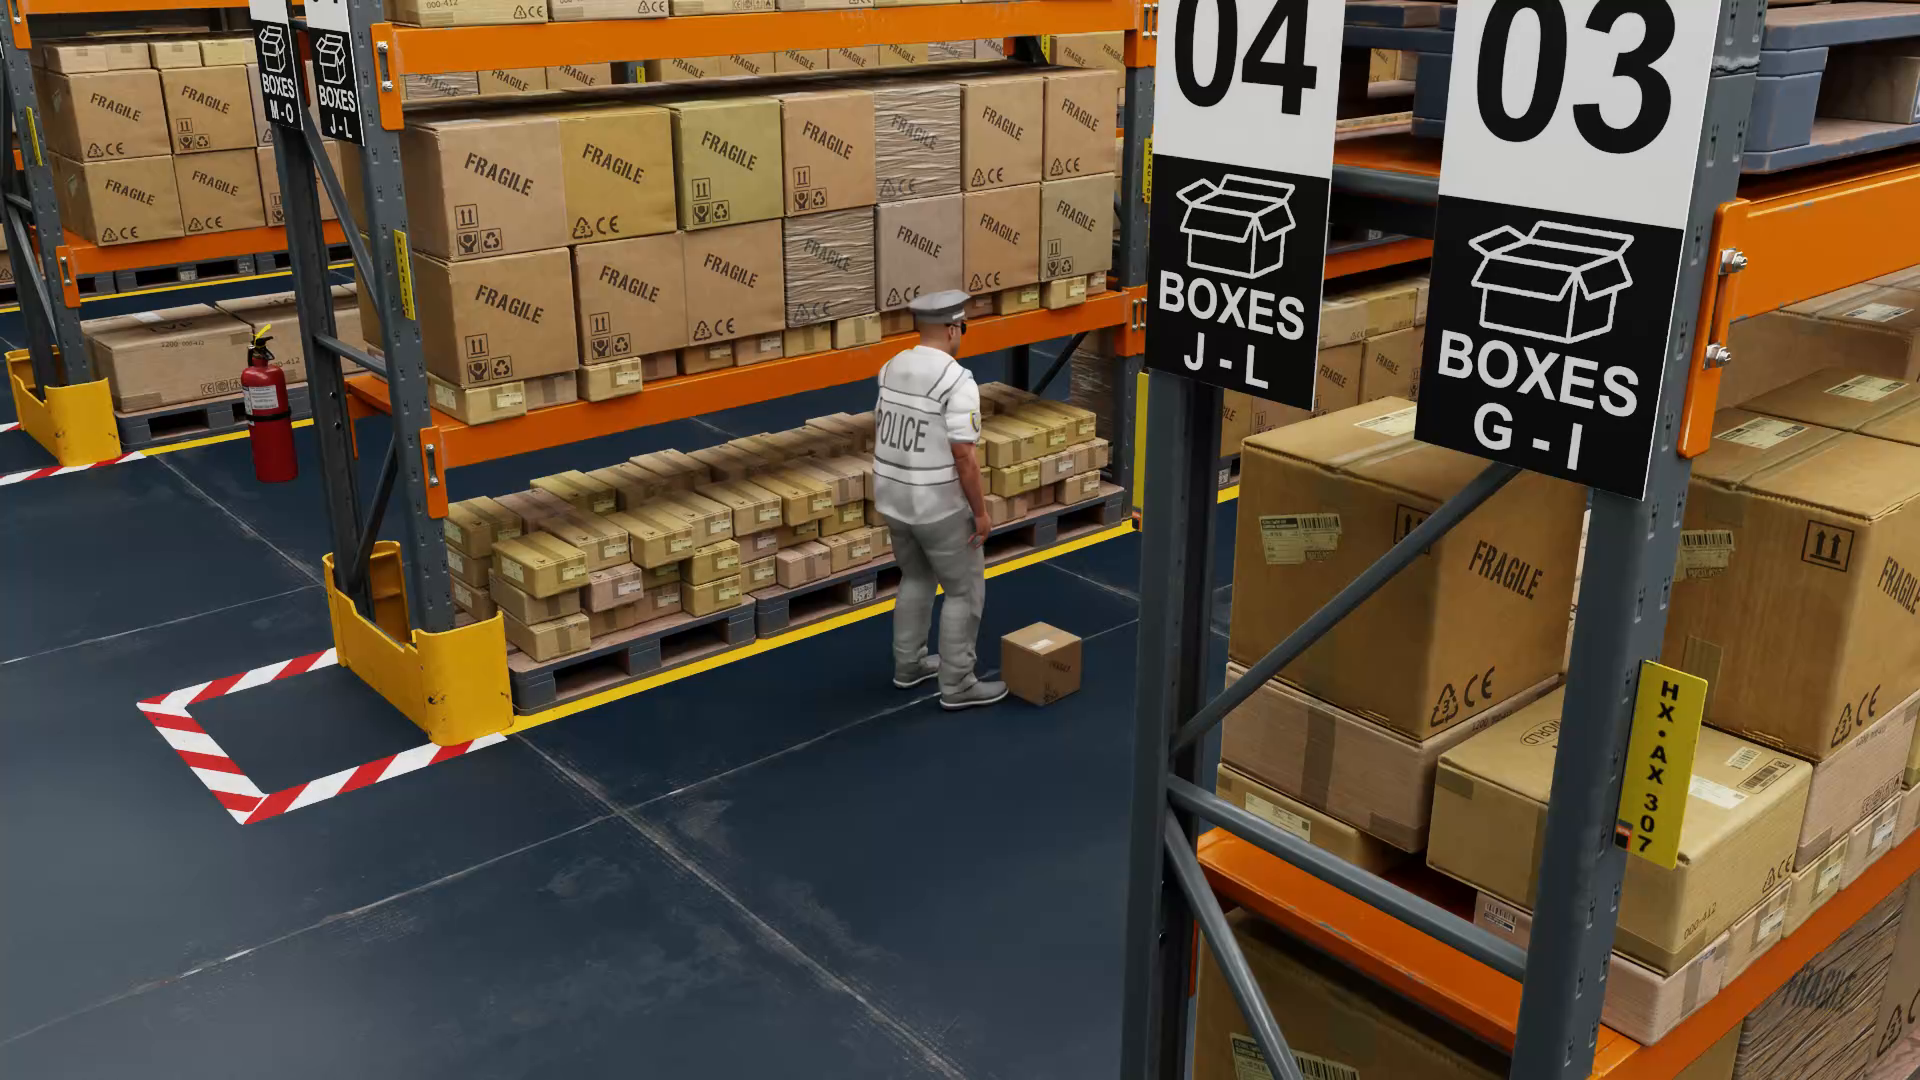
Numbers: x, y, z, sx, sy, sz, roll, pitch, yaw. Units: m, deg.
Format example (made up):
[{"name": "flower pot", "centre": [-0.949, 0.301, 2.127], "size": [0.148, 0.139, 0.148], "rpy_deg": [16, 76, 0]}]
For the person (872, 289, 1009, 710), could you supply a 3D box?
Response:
[{"name": "person", "centre": [-0.120, -0.158, 6.986], "size": [0.440, 1.746, 0.595], "rpy_deg": [-19, 28, -41]}]
